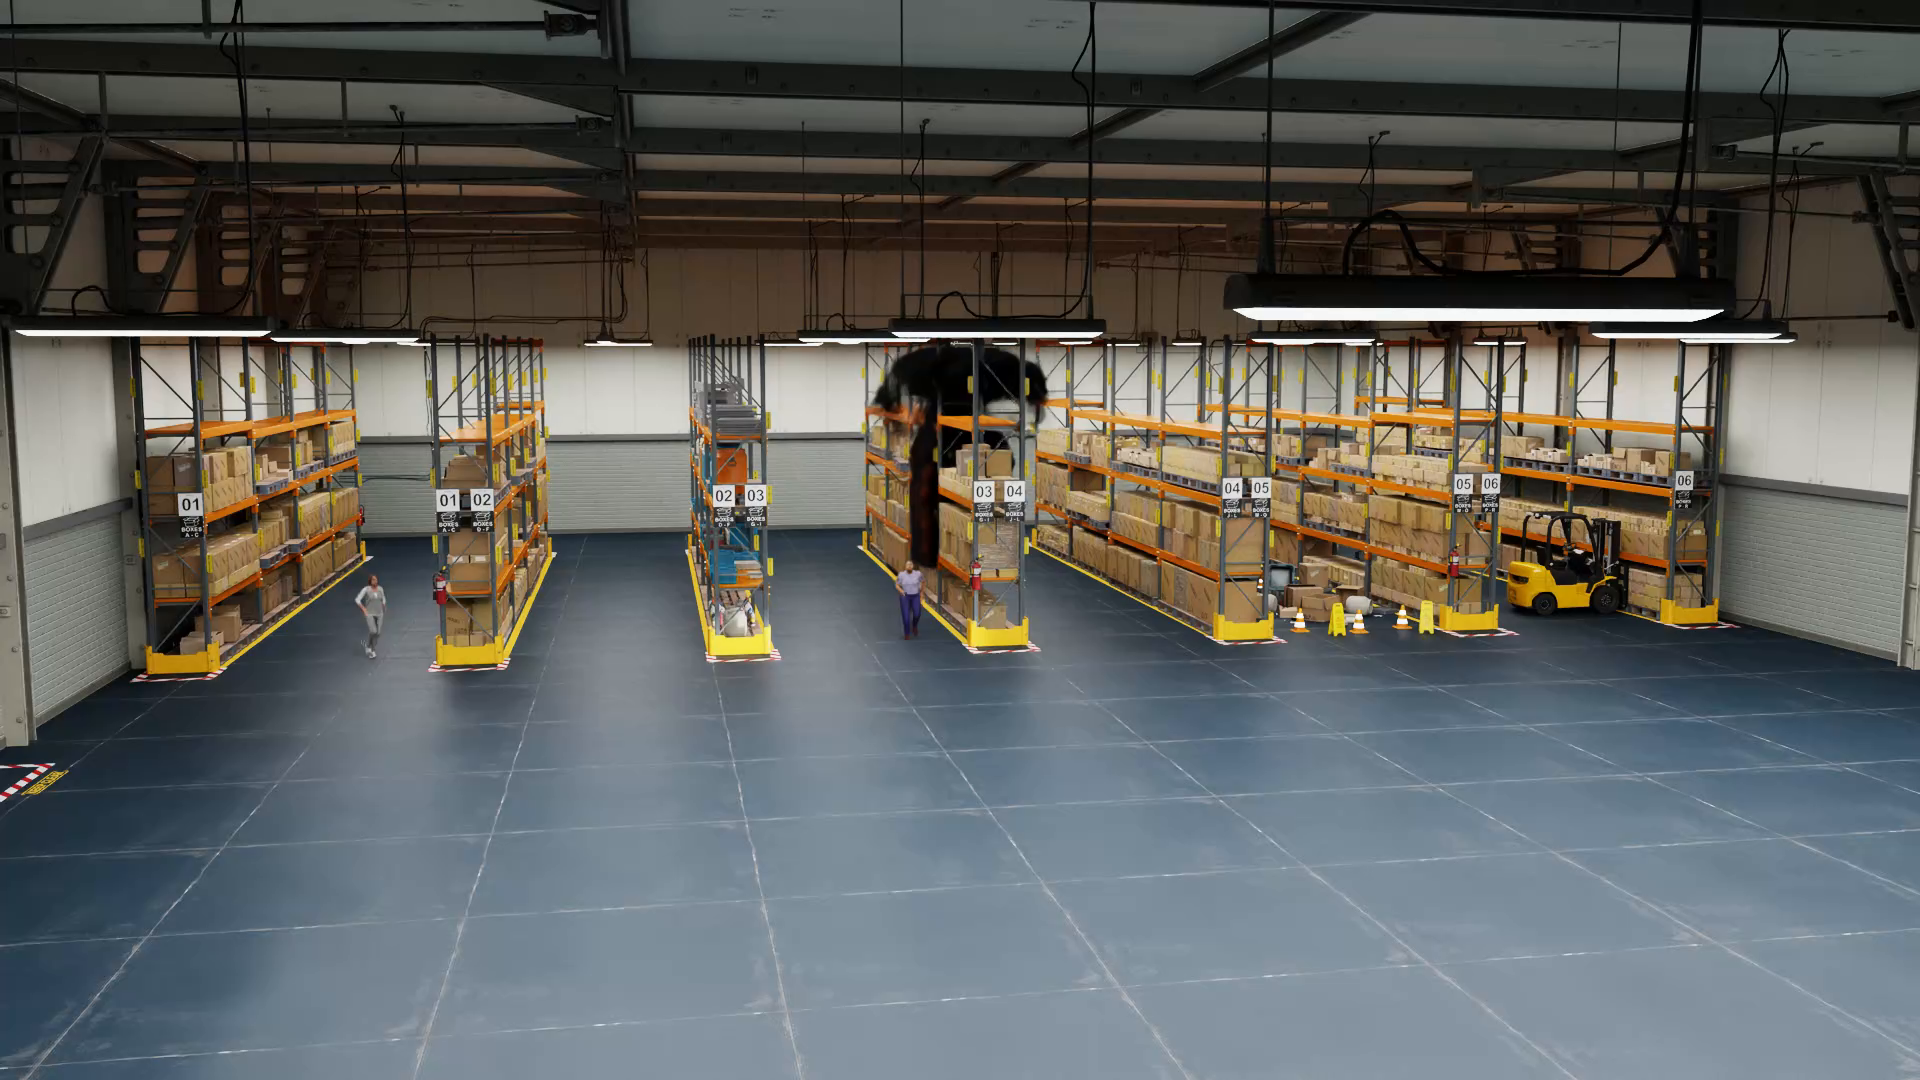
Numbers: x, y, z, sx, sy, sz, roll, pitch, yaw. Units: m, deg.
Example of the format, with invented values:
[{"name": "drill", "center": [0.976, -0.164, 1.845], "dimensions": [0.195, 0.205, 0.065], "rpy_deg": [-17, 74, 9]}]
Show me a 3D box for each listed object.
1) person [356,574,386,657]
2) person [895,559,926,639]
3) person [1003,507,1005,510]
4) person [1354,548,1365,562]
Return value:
[{"name": "person", "center": [-10.855, 1.413, 30.804], "dimensions": [0.513, 1.553, 0.601], "rpy_deg": [-6, 9, -42]}, {"name": "person", "center": [-0.970, 1.176, 32.810], "dimensions": [0.606, 1.603, 0.611], "rpy_deg": [0, 7, -4]}, {"name": "person", "center": [1.409, -0.707, 49.544], "dimensions": [0.486, 1.567, 0.698], "rpy_deg": [-3, 7, -27]}, {"name": "person", "center": [10.648, -0.186, 44.118], "dimensions": [0.700, 1.761, 0.872], "rpy_deg": [-2, 7, -18]}]
